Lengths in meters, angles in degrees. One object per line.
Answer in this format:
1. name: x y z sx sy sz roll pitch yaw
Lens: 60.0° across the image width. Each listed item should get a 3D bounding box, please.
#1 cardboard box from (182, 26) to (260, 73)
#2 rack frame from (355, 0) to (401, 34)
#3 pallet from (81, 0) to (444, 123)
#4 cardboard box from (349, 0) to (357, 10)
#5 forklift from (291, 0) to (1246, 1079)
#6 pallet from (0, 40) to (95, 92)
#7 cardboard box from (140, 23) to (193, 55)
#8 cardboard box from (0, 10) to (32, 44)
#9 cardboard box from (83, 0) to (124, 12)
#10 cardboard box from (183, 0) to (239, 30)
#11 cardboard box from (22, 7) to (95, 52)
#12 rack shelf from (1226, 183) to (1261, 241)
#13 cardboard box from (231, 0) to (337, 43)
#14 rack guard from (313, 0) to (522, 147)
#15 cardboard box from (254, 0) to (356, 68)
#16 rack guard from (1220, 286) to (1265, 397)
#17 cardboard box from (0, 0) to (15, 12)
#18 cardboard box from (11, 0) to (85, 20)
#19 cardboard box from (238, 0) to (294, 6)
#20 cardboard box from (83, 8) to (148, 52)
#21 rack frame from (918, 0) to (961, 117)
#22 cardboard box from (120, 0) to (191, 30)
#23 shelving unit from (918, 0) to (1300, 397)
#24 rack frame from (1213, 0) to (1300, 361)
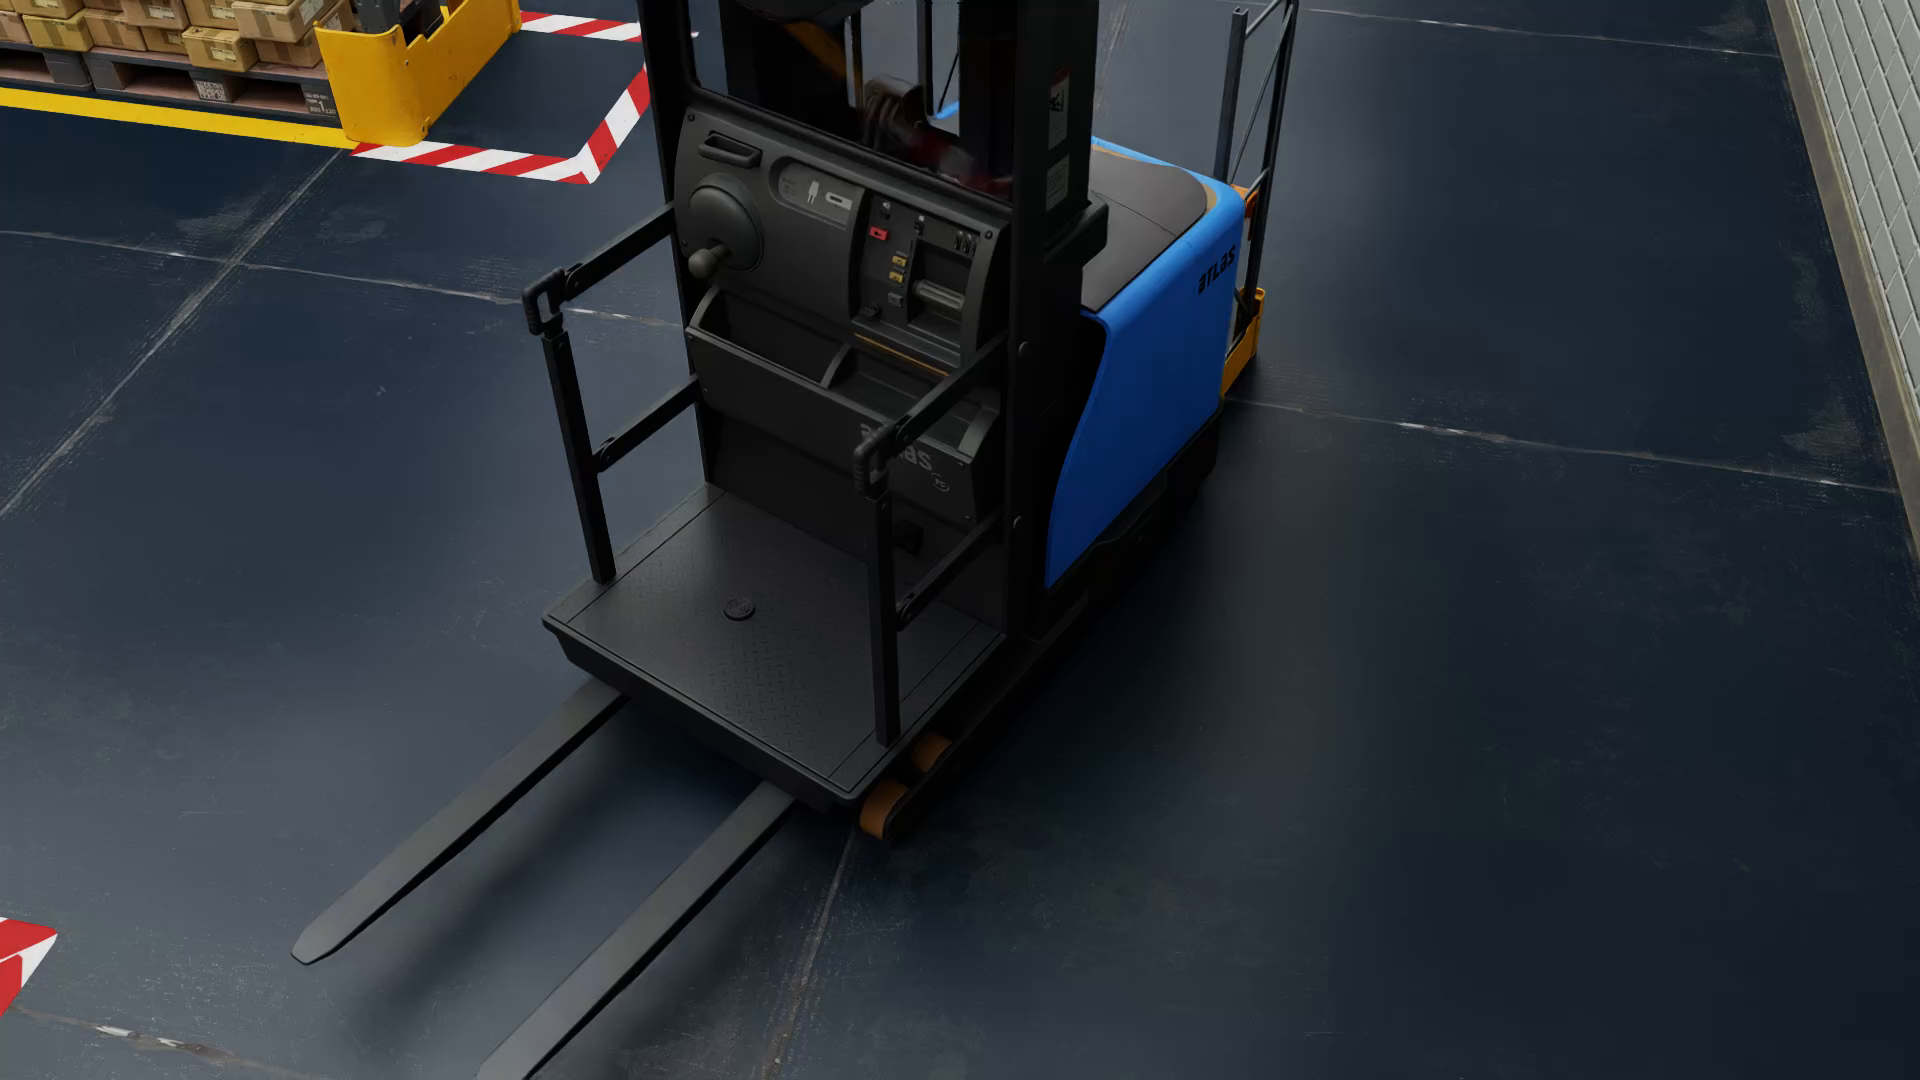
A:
1. cardboard box: -3.077 -2.158 7.082 0.250 0.149 0.380 10 45 10
2. rack frame: -2.244 -3.125 6.334 0.127 3.000 1.000 9 45 9
3. pallet: -3.104 -2.279 7.465 1.213 0.211 1.003 9 45 9
4. cardboard box: -2.686 -2.545 7.484 0.250 0.149 0.380 10 45 10
5. forklift: -0.431 -0.644 3.805 1.130 2.935 3.031 26 50 25
6. pallet: -4.291 -2.465 7.659 1.213 0.211 1.003 9 45 9
7. cardboard box: -3.316 -2.256 7.184 0.250 0.149 0.380 9 45 9
8. cardboard box: -4.084 -2.336 7.267 0.250 0.149 0.380 10 45 10
9. cardboard box: -3.569 -2.431 7.151 0.250 0.149 0.380 8 45 9
10. cardboard box: -3.065 -2.319 7.035 0.250 0.149 0.380 8 44 8
11. cardboard box: -3.822 -2.281 7.210 0.250 0.149 0.380 7 44 7
12. rack shelf: 0.449 -1.110 5.581 1.000 0.185 0.538 21 48 21
13. cardboard box: -2.822 -2.243 6.956 0.250 0.149 0.380 8 44 8
14. rack guard: -2.319 -2.236 7.212 0.348 0.500 1.175 9 45 9
15. cardboard box: -2.804 -2.188 7.113 0.250 0.149 0.380 10 45 10
16. rack guard: 0.890 -0.616 5.710 0.087 0.250 0.587 21 48 21
17. cardboard box: -4.084 -2.442 7.162 0.250 0.149 0.380 11 45 11
18. cardboard box: -3.837 -2.390 7.109 0.250 0.149 0.380 9 45 10
19. cardboard box: -2.816 -2.372 6.875 0.250 0.149 0.380 9 45 10
20. cardboard box: -3.559 -2.285 7.214 0.250 0.149 0.380 9 45 9
21. rack frame: 0.006 -1.413 5.637 0.032 1.500 0.500 21 48 21
22. cardboard box: -3.329 -2.321 7.036 0.250 0.149 0.380 7 44 7
23. shelving unit: 0.457 -1.236 5.453 1.083 1.500 0.587 21 48 21
24. rack frame: 0.891 -1.066 5.276 0.032 1.500 0.500 21 48 21
